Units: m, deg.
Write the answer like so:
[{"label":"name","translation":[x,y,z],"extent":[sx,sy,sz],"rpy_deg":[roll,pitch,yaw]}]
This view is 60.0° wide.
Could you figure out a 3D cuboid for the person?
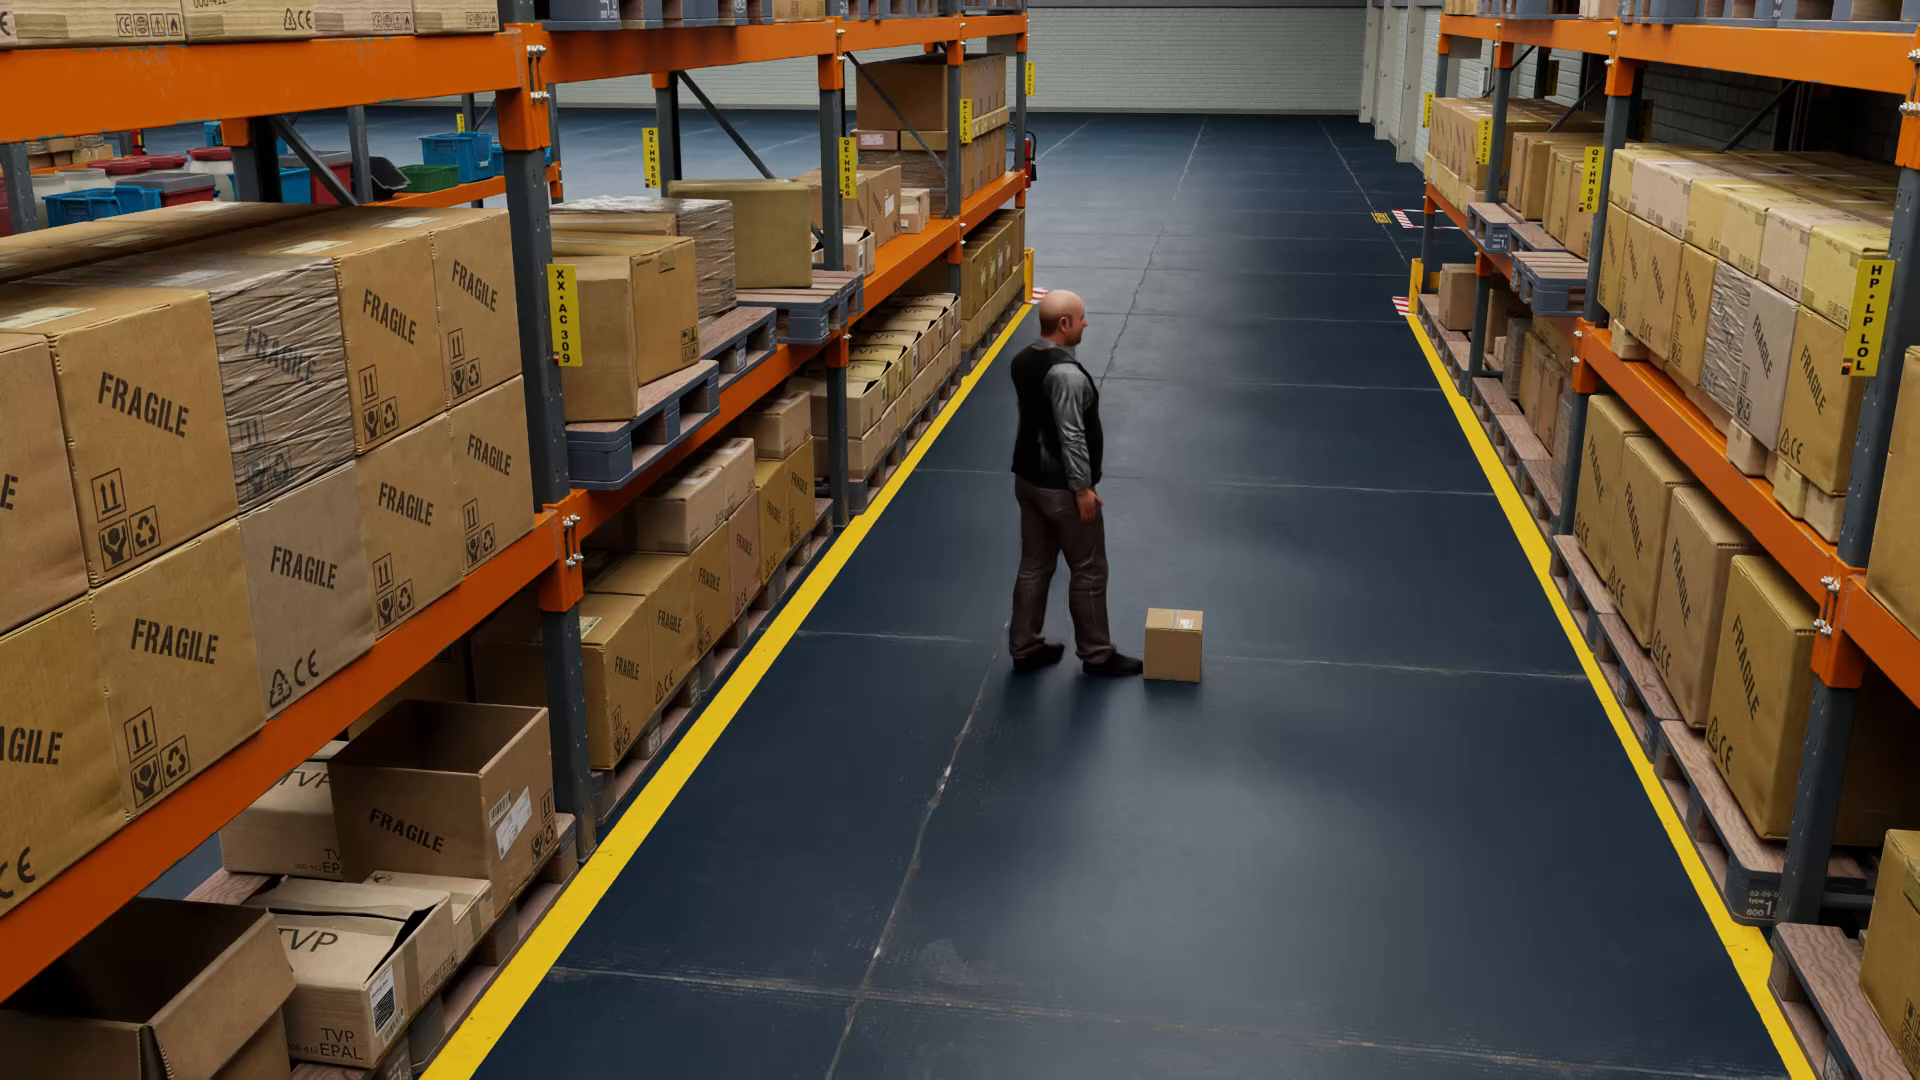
[{"label":"person","translation":[0.509,-0.200,7.367],"extent":[0.573,1.633,0.559],"rpy_deg":[-8,19,-23]}]
